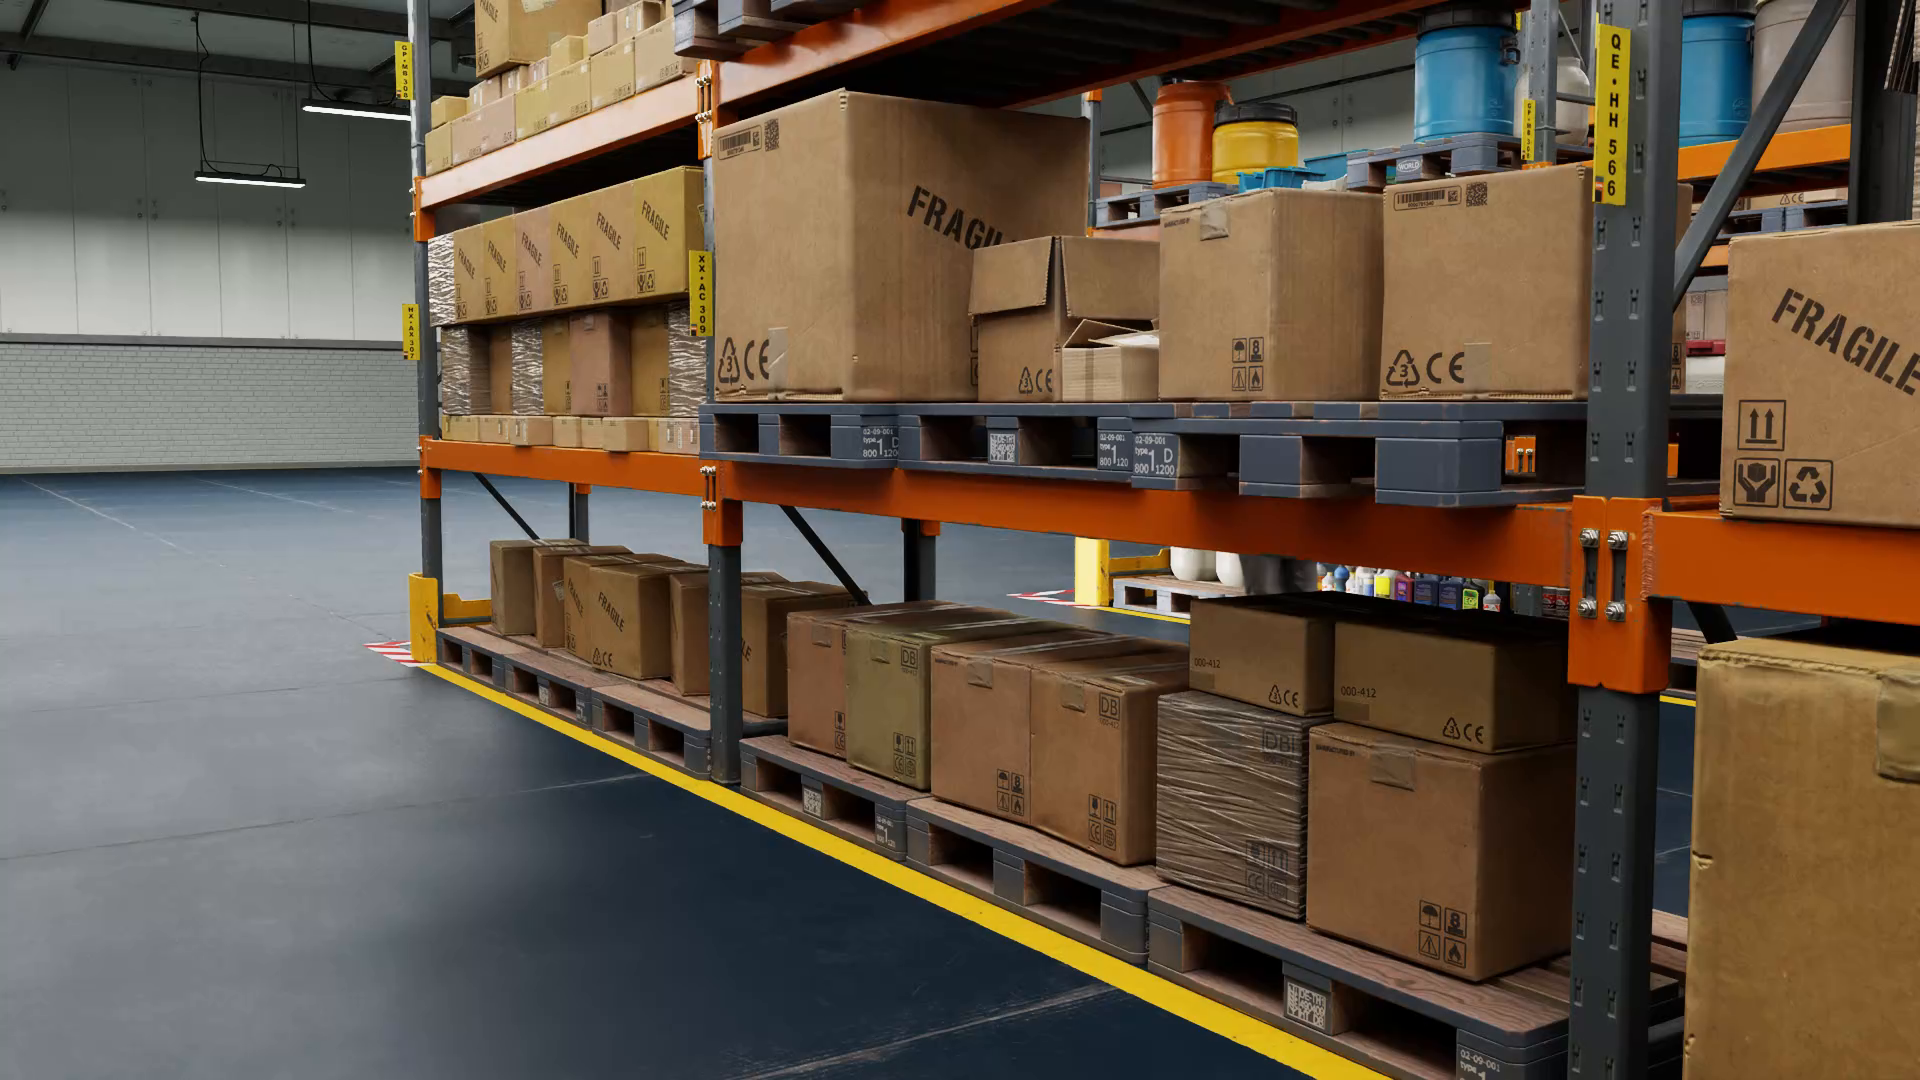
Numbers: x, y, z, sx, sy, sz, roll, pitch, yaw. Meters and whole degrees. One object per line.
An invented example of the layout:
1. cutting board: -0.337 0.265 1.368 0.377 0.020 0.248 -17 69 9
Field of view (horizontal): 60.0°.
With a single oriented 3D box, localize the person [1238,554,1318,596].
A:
1. person: 1.629 -0.051 8.251 0.528 1.777 0.529 -3 6 -34
